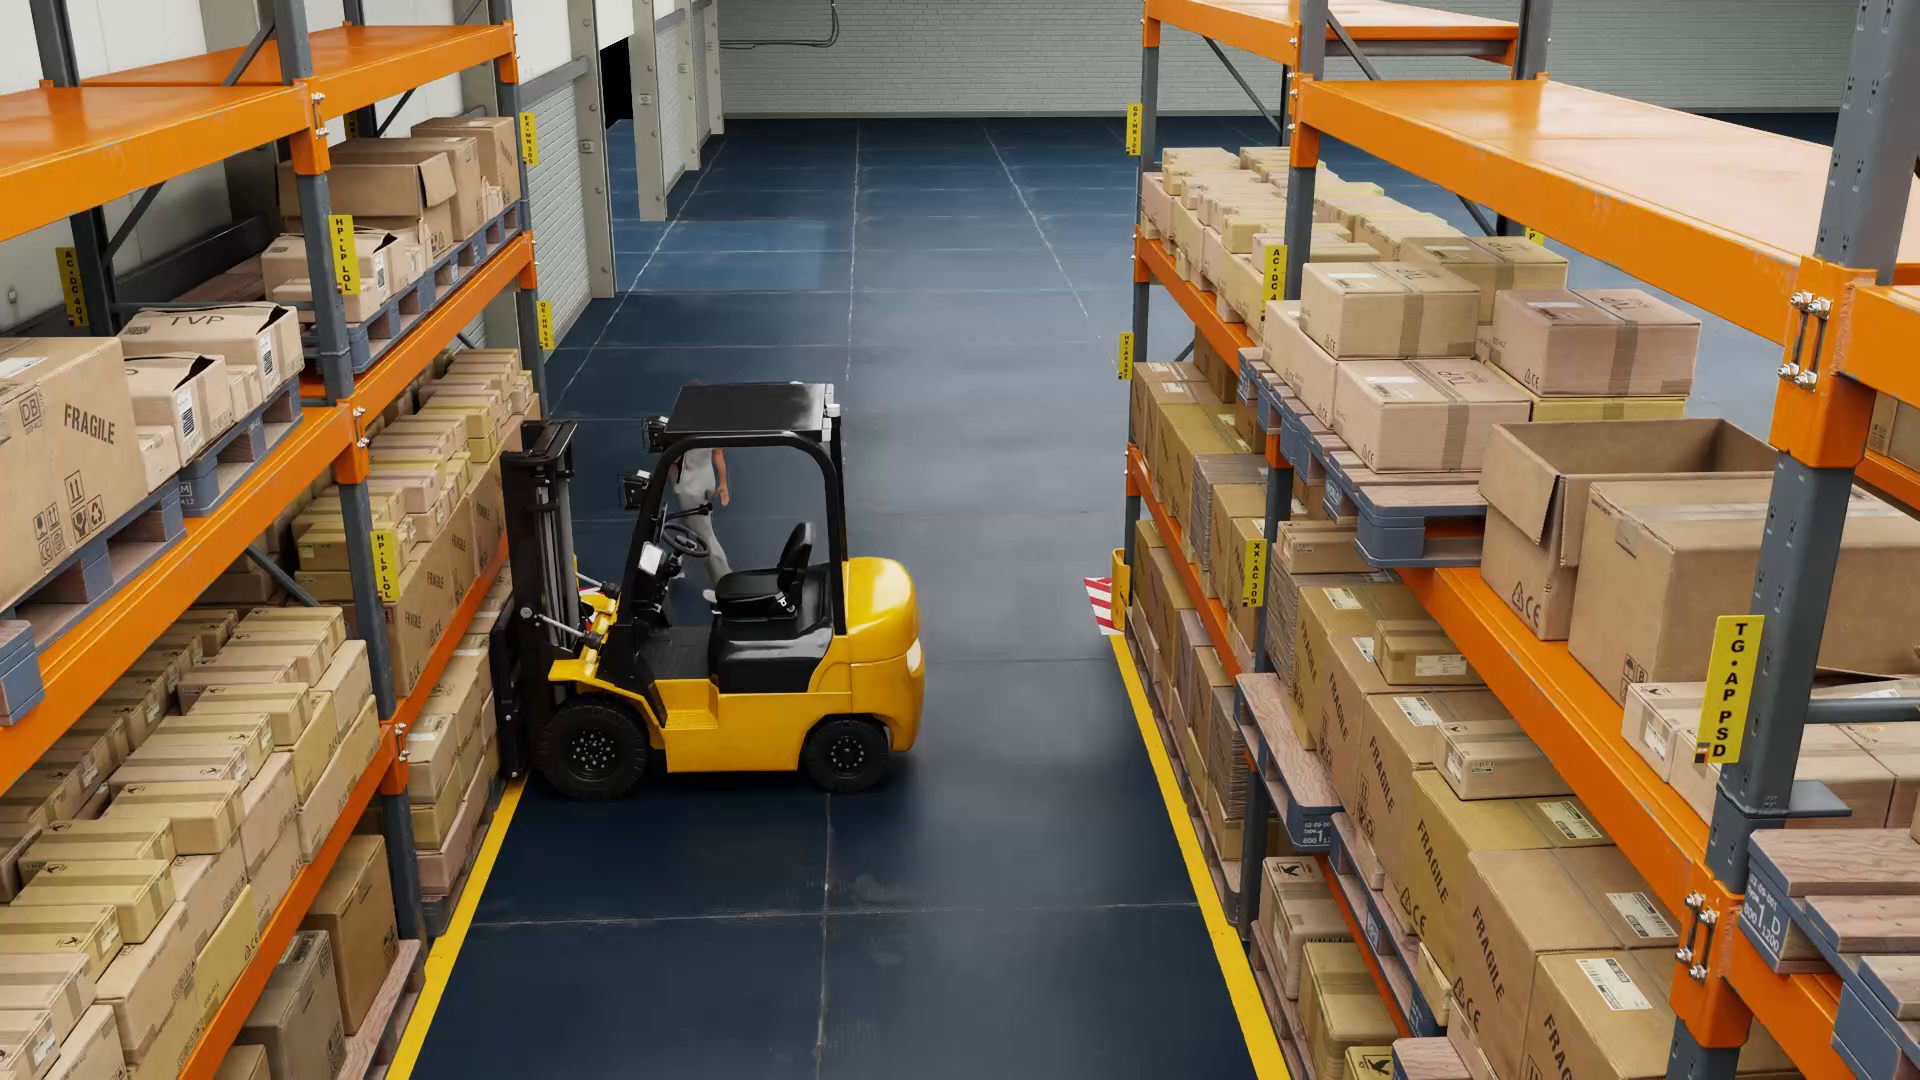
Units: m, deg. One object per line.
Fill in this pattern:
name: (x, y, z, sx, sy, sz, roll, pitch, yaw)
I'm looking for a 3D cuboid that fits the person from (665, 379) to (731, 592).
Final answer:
person: (-1.952, -0.403, 12.042, 0.846, 1.558, 0.453, 12, 24, 29)
